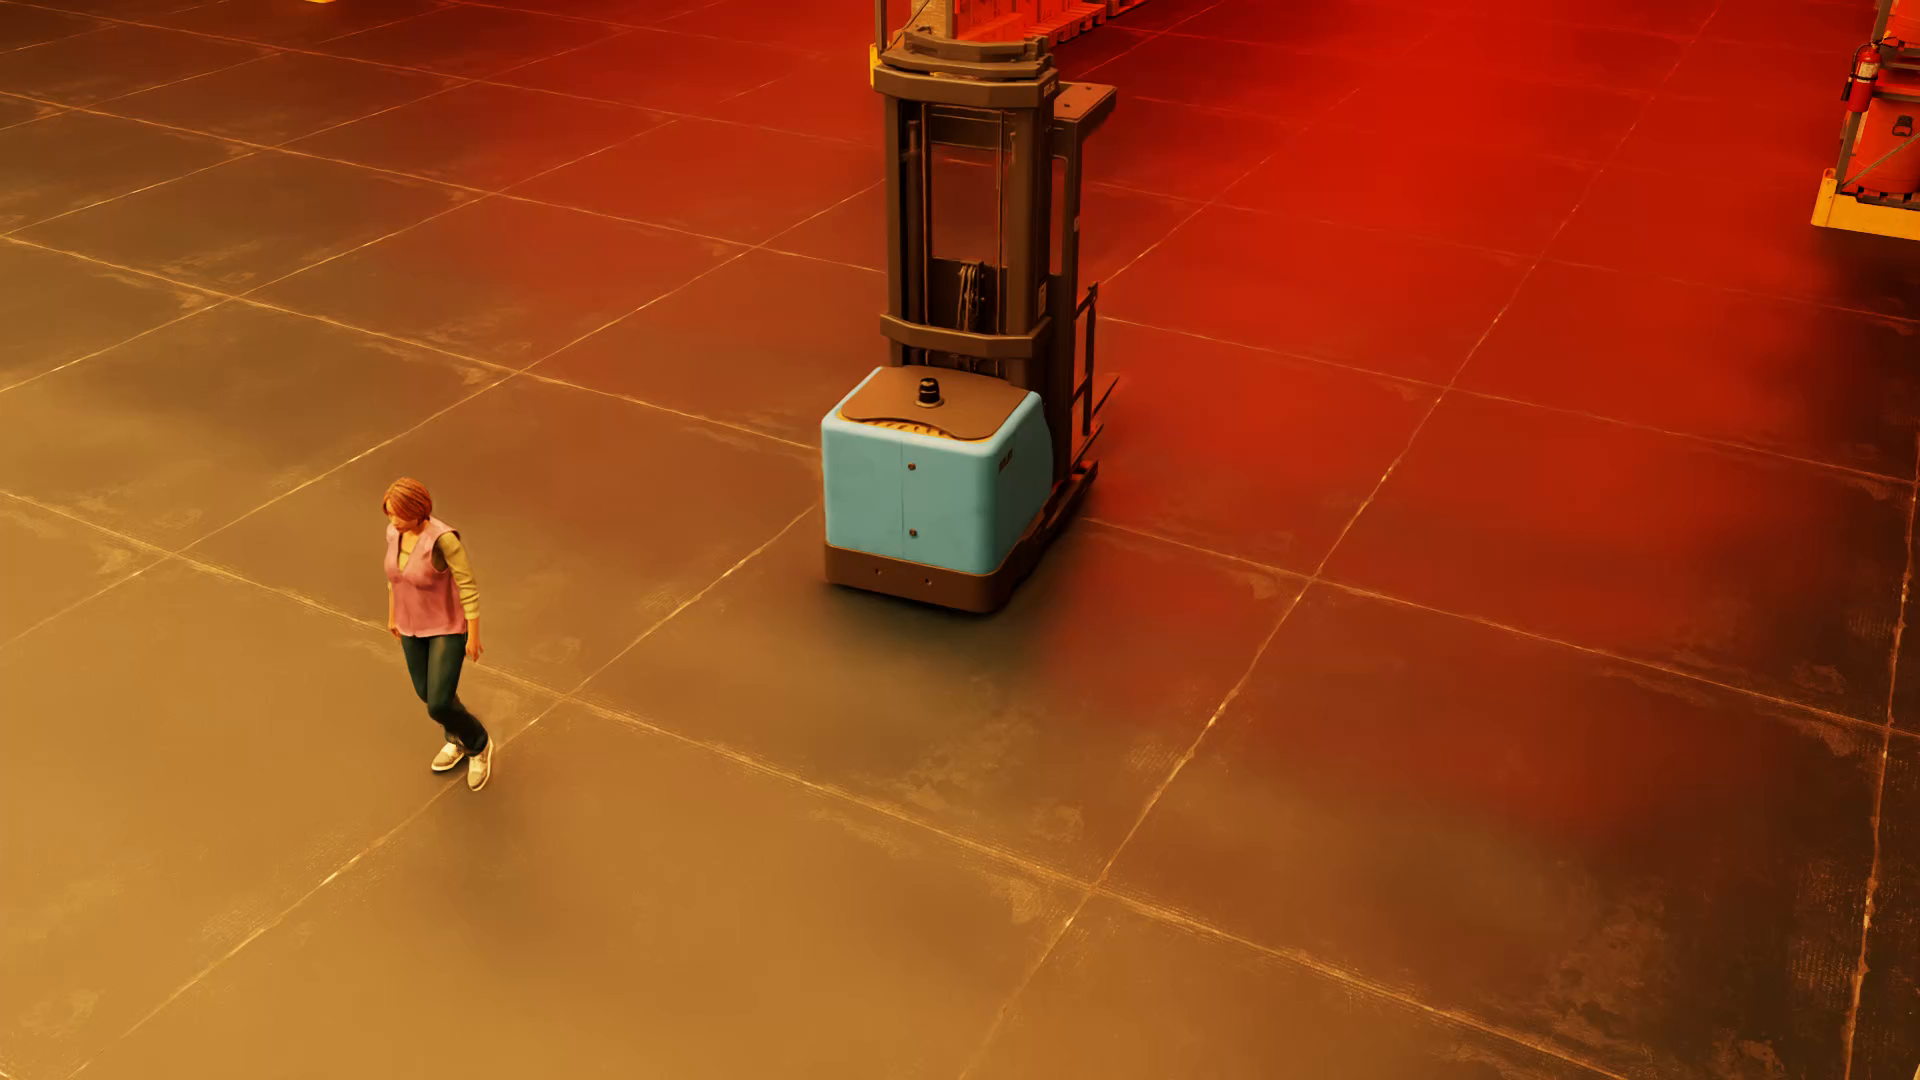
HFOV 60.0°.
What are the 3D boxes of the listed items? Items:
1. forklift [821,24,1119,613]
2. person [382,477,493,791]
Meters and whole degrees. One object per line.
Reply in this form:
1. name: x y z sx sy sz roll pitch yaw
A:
1. forklift: 0.236 -1.589 9.824 1.130 2.935 3.031 11 32 18
2. person: -2.449 0.435 7.680 0.519 1.584 0.445 13 33 22
